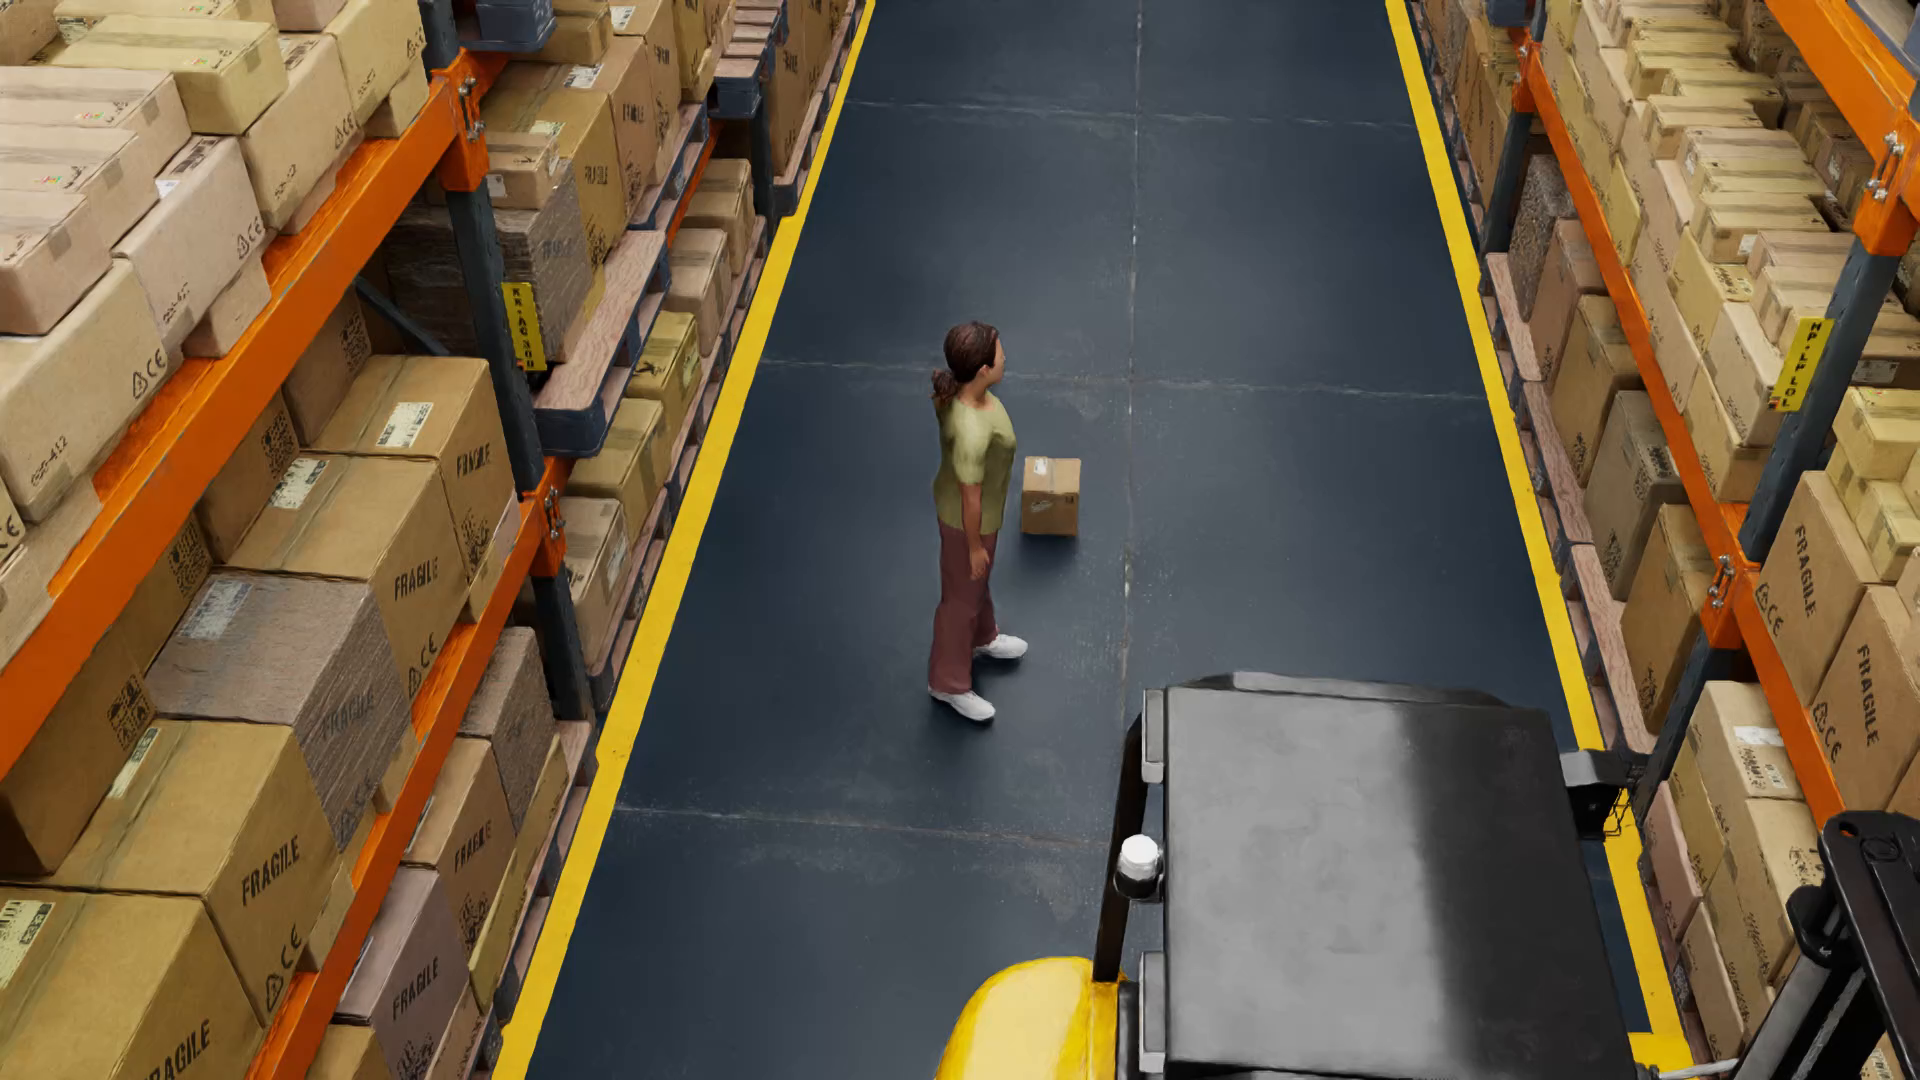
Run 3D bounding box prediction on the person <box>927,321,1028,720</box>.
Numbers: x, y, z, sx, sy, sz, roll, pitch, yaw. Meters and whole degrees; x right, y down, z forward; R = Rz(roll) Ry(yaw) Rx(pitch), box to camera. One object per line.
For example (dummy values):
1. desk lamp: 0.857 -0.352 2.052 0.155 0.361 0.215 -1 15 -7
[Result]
1. person: 0.071 -0.105 6.254 0.441 1.673 0.584 -5 40 -6
